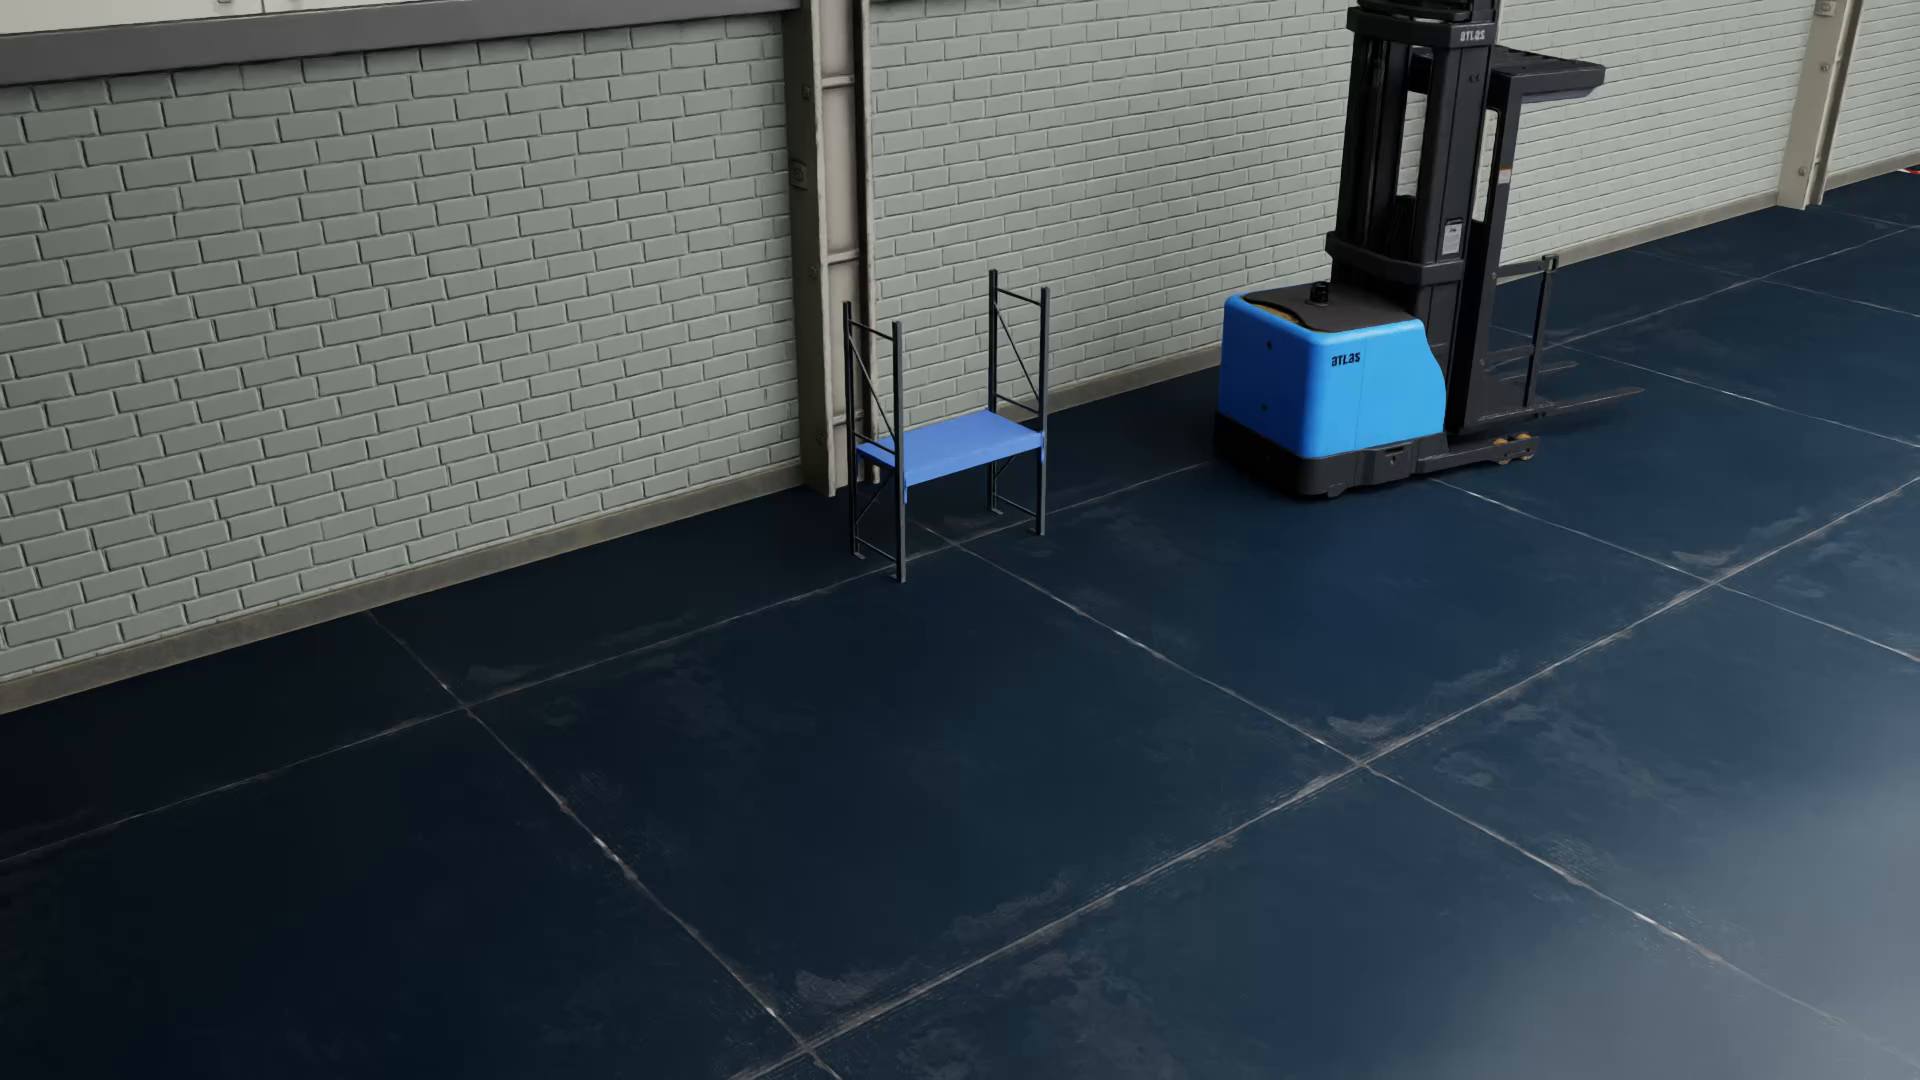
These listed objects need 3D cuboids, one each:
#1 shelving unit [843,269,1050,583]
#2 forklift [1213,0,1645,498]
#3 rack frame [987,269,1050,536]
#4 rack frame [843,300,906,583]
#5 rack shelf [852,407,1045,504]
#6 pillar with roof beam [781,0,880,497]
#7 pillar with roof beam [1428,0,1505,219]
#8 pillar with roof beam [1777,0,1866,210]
[{"bbox_3d":[-0.067,-0.658,9.387,1.048,1.500,0.538,-18,31,-34],"label":"shelving unit"},{"bbox_3d":[3.217,-2.004,10.587,3.031,2.935,1.130,-12,27,-24],"label":"forklift"},{"bbox_3d":[0.333,-0.790,9.671,0.032,1.500,0.500,-18,31,-34],"label":"rack frame"},{"bbox_3d":[-0.467,-0.526,9.102,0.032,1.500,0.500,-18,31,-34],"label":"rack frame"},{"bbox_3d":[-0.067,-0.495,9.462,1.000,0.185,0.538,-18,31,-34],"label":"rack shelf"},{"bbox_3d":[1.902,-3.022,5.572,0.400,9.000,9.100,-18,31,-34],"label":"pillar with roof beam"},{"bbox_3d":[6.624,-4.581,8.930,0.400,9.000,9.100,-18,31,-34],"label":"pillar with roof beam"},{"bbox_3d":[11.345,-6.139,12.289,0.400,9.000,9.100,-18,31,-34],"label":"pillar with roof beam"}]
